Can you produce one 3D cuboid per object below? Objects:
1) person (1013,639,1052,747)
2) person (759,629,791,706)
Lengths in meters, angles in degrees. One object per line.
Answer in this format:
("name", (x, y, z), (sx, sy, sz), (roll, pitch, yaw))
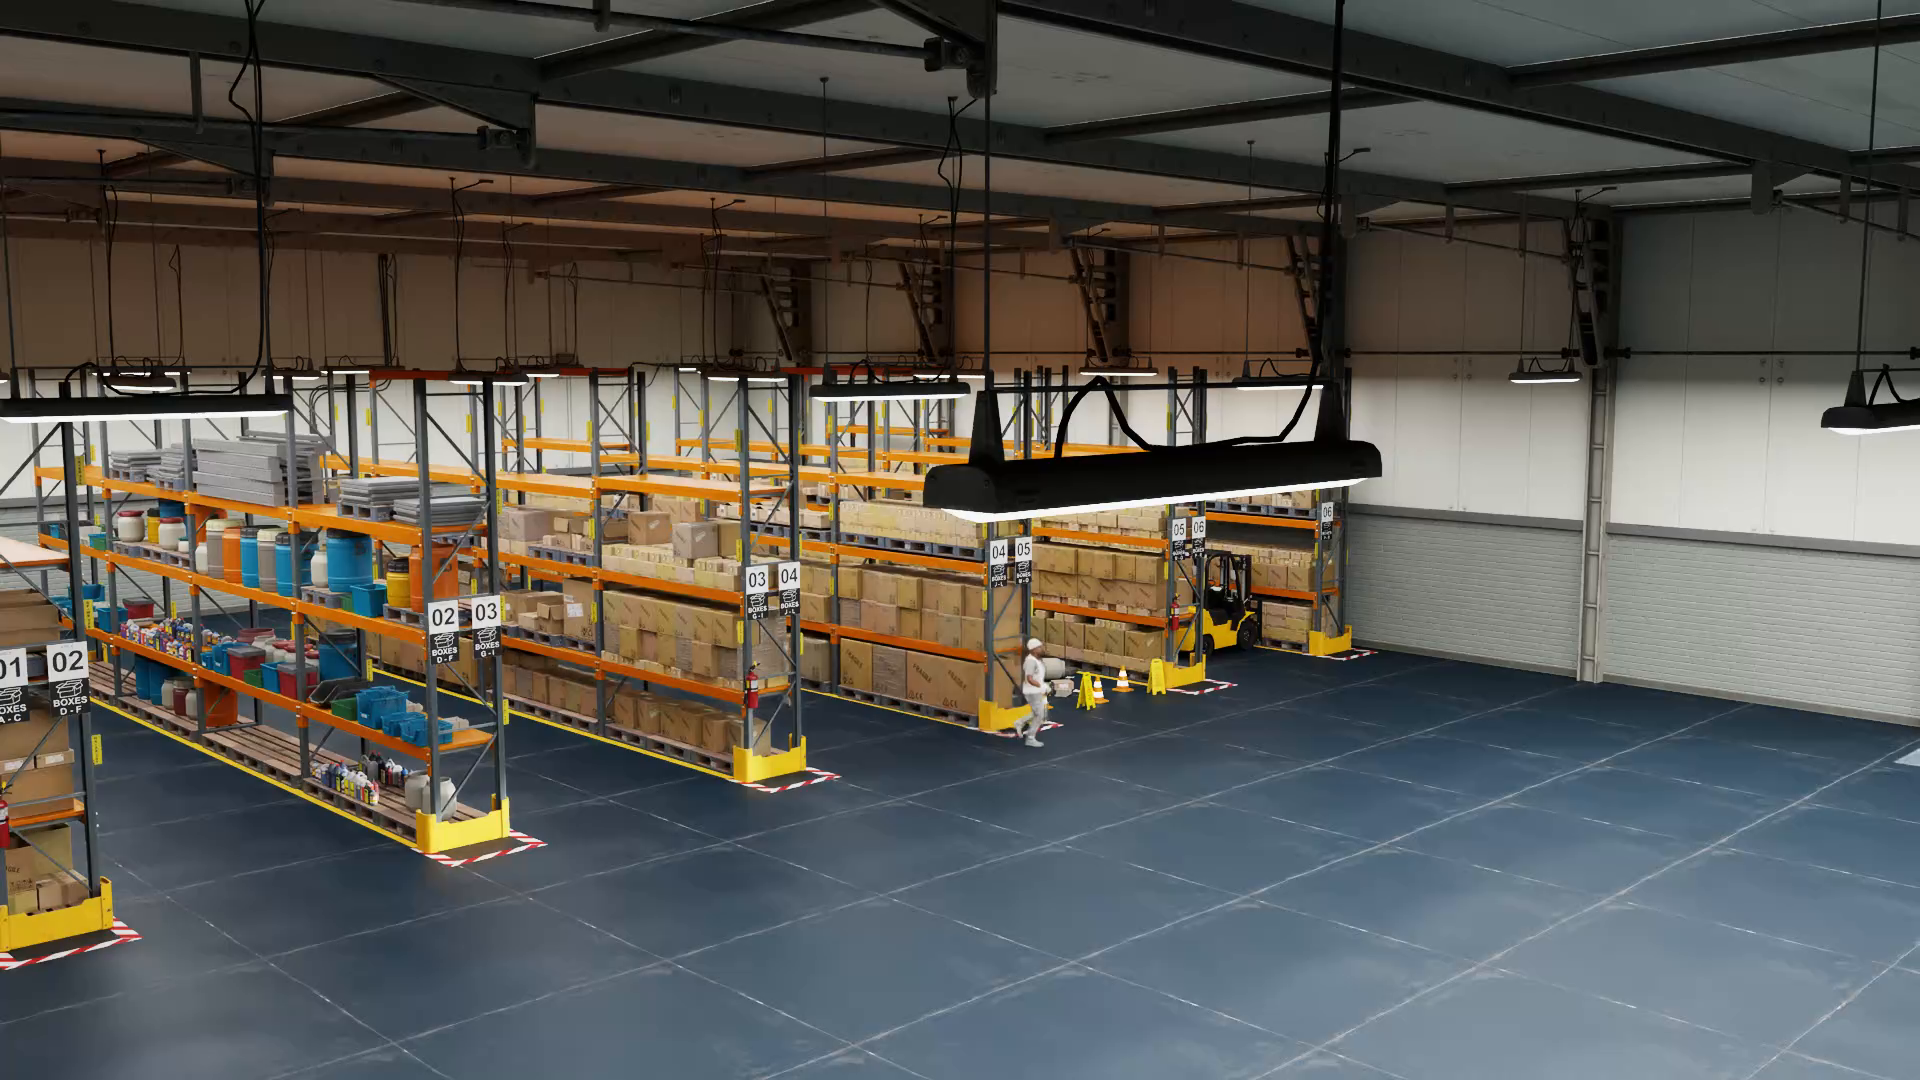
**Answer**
("person", (1.171, 2.451, 26.849), (0.640, 1.742, 0.729), (1, 6, 7))
("person", (-3.324, 2.114, 29.981), (0.937, 1.710, 0.622), (6, 9, 42))
